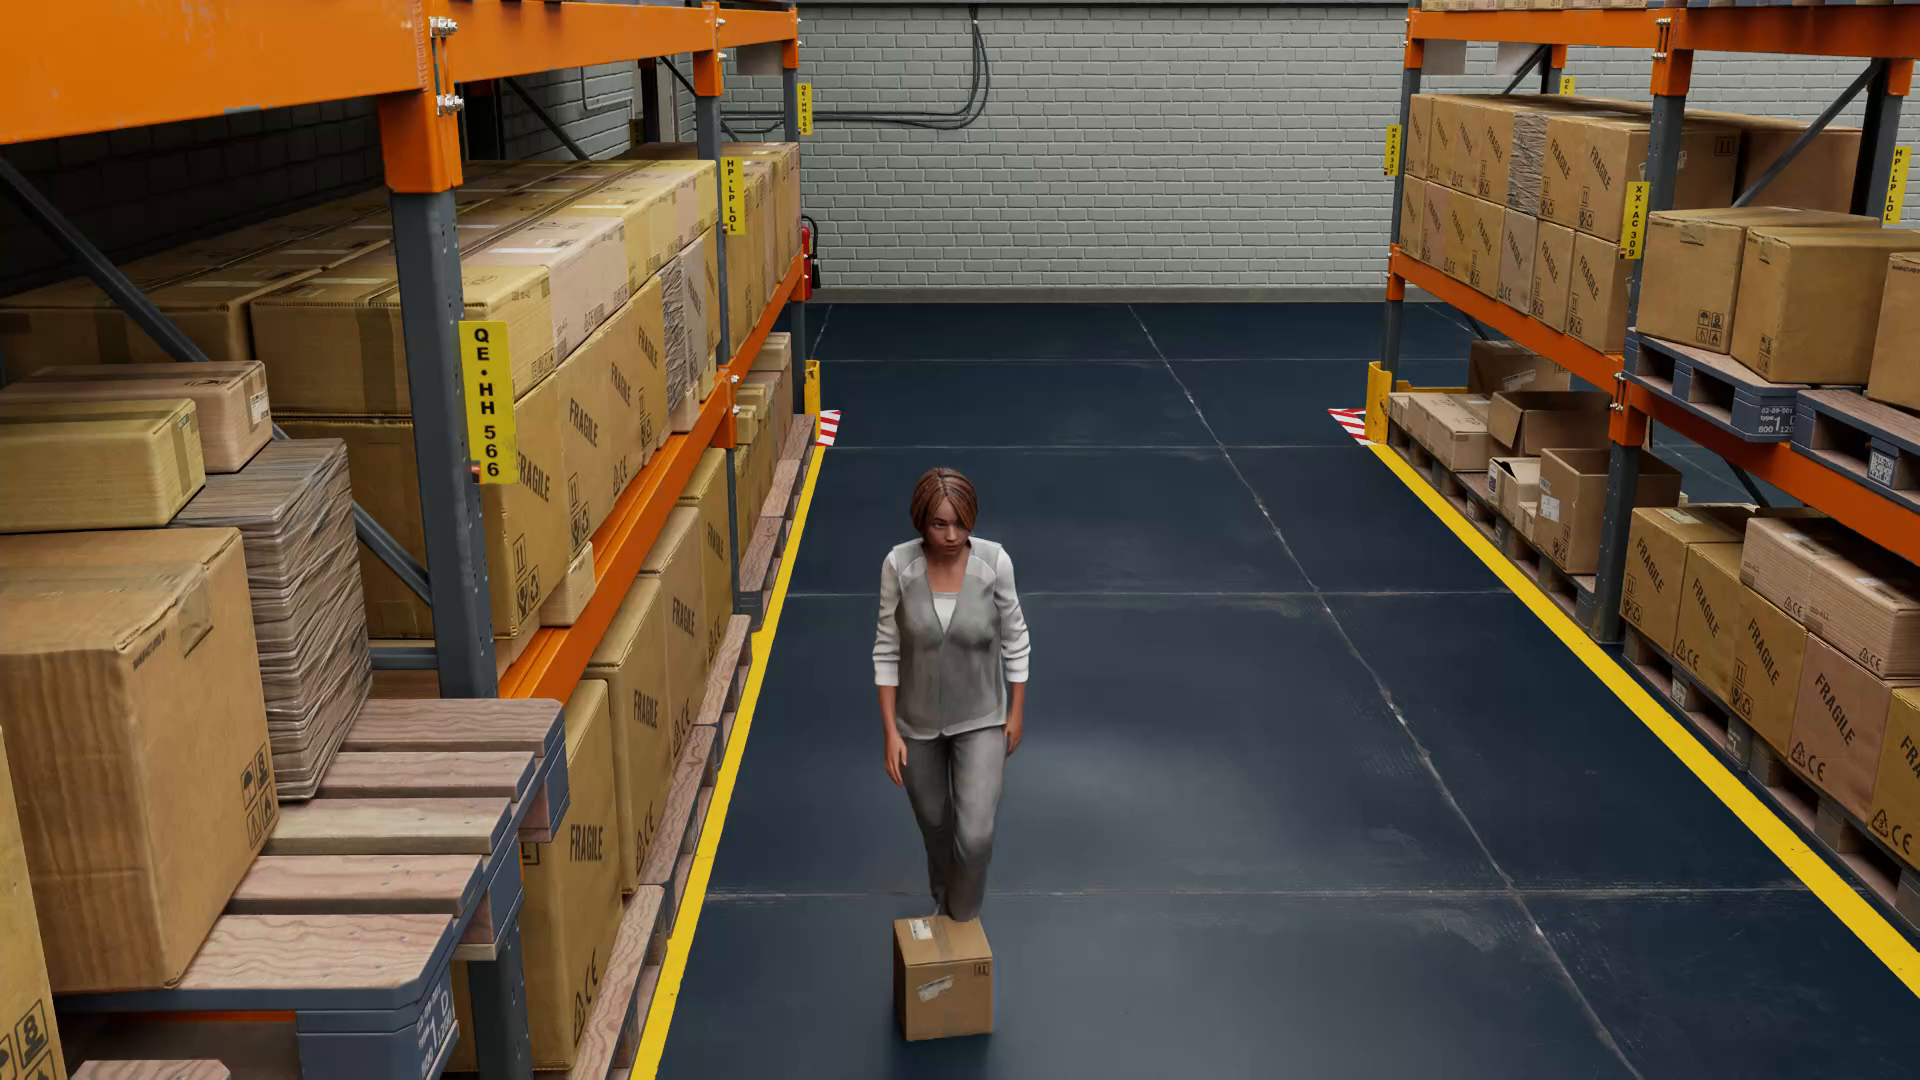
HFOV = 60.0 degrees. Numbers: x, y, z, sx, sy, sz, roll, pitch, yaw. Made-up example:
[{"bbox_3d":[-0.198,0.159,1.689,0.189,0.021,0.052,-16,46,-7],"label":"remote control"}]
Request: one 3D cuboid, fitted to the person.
[{"bbox_3d":[-0.018,0.552,4.882,0.440,1.631,0.565,2,18,7],"label":"person"}]
